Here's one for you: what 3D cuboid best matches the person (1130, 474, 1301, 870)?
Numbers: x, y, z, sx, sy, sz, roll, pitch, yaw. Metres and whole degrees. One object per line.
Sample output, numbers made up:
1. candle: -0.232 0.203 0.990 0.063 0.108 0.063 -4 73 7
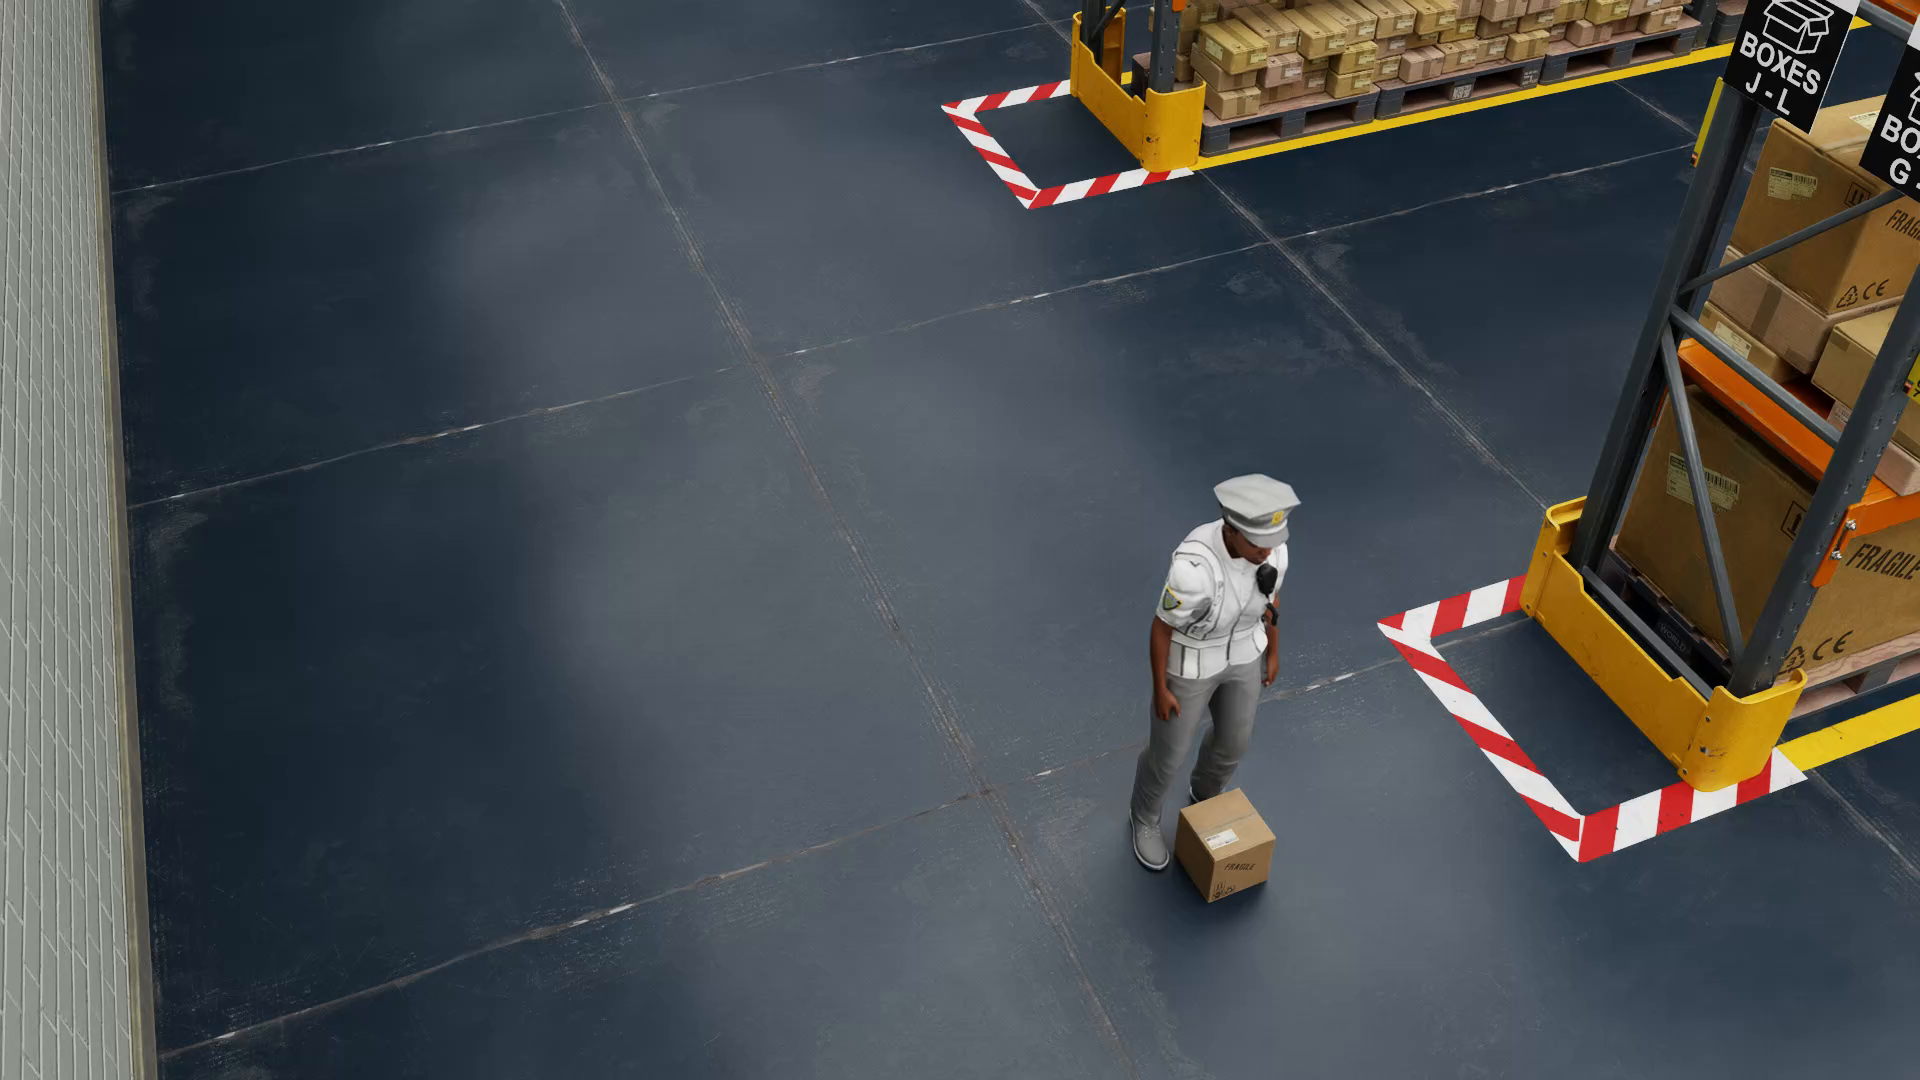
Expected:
1. person: 0.856 0.433 5.677 0.527 1.662 0.393 -17 45 -18
